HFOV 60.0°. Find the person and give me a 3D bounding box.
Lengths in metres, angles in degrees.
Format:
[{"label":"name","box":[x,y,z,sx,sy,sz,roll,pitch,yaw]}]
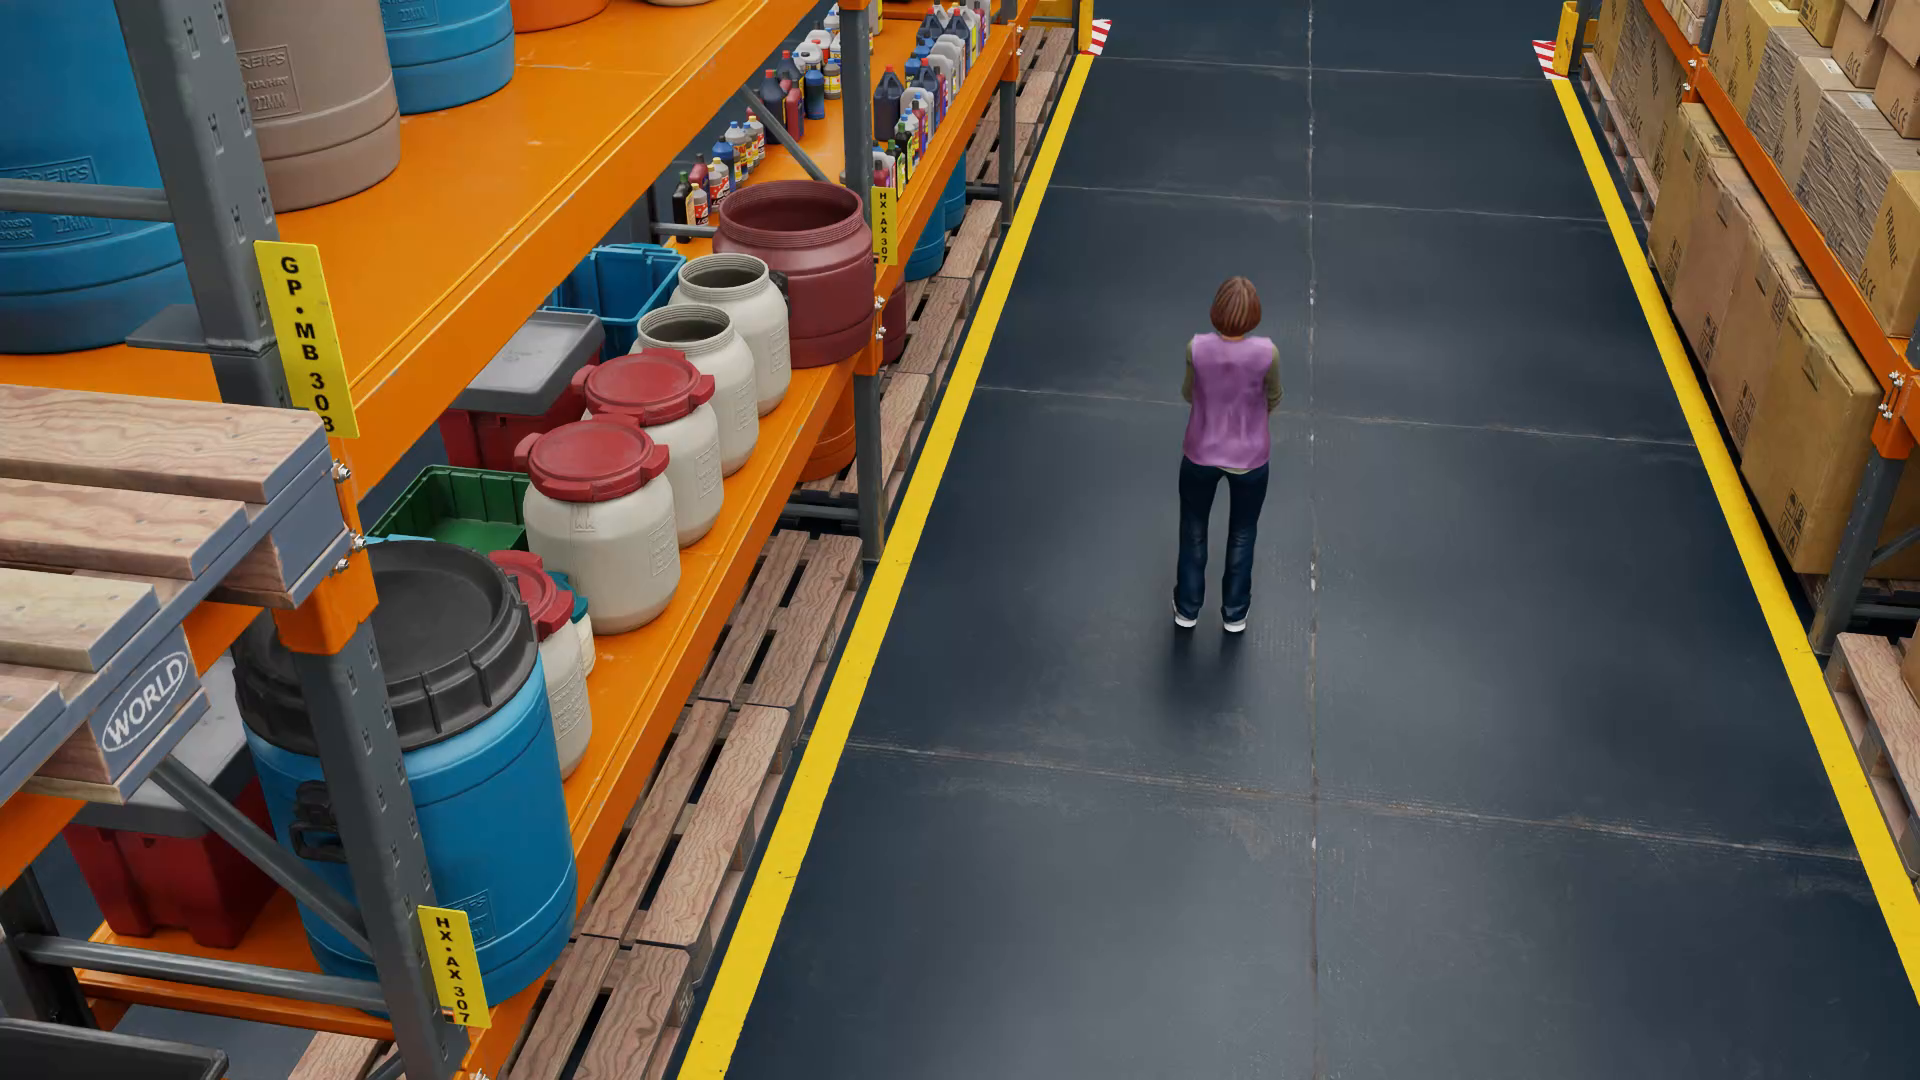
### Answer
[{"label":"person","box":[1.081,-0.379,6.740,0.404,1.592,0.495,6,33,9]}]
